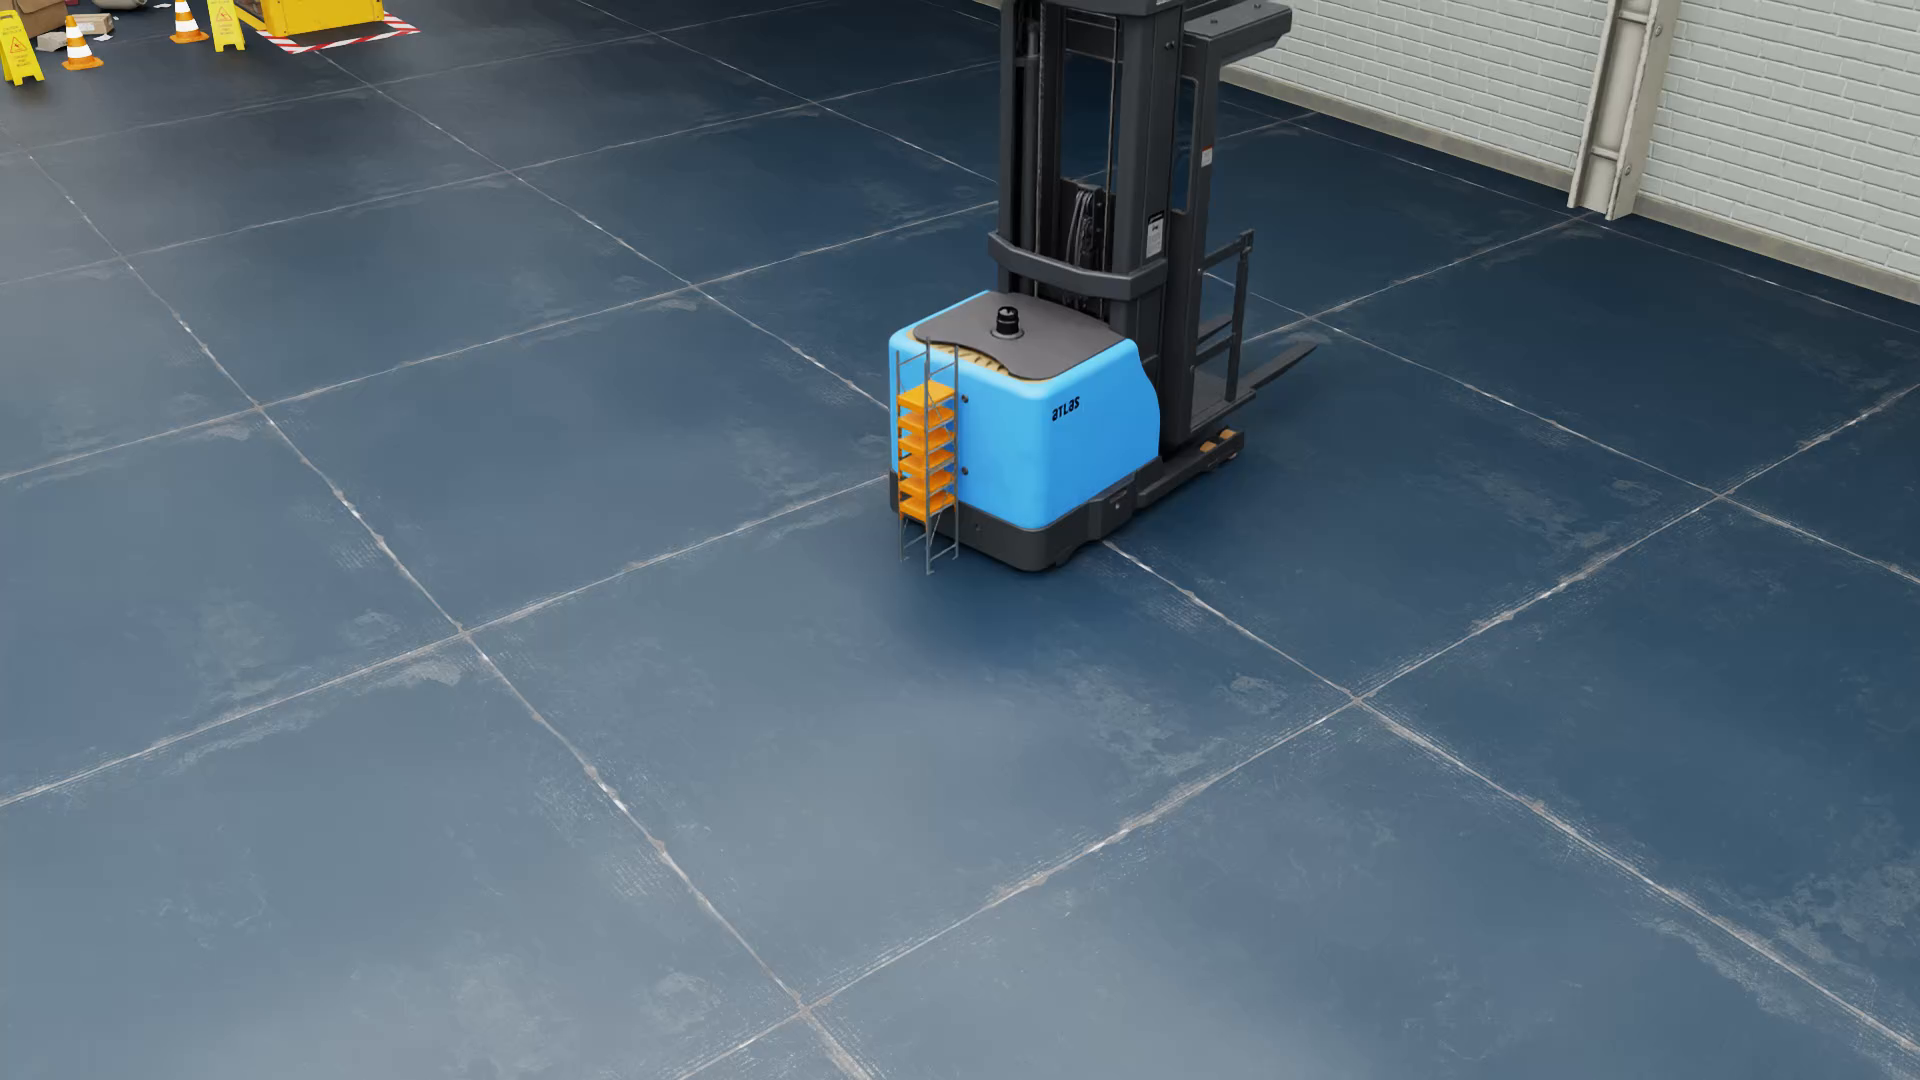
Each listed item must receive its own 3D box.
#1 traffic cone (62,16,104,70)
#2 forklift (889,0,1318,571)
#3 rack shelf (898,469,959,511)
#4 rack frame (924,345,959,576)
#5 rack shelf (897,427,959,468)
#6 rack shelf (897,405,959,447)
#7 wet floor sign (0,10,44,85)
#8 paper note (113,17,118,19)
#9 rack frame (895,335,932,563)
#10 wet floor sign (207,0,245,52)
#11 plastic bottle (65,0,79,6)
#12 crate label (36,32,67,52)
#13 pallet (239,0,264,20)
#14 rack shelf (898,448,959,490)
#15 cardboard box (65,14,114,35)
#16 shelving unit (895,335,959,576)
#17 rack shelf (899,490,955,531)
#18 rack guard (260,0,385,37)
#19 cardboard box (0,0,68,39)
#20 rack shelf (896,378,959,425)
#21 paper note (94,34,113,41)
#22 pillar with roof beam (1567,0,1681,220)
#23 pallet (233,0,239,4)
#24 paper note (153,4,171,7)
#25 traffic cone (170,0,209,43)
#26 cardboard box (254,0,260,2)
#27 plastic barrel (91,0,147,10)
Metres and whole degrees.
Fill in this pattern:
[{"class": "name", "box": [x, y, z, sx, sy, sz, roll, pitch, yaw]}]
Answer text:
[{"class": "traffic cone", "box": [-8.554, -4.834, 16.095, 0.336, 0.463, 0.334, -22, 38, -31]}, {"class": "forklift", "box": [0.970, -1.788, 8.851, 1.130, 2.935, 3.031, 25, 39, 34]}, {"class": "rack shelf", "box": [-0.157, -0.268, 8.355, 0.180, 0.103, 0.258, 25, 40, 34]}, {"class": "rack frame", "box": [-0.088, -0.376, 8.217, 0.006, 1.200, 0.240, 25, 40, 34]}, {"class": "rack shelf", "box": [-0.158, -0.472, 8.229, 0.180, 0.103, 0.258, 25, 40, 34]}, {"class": "rack shelf", "box": [-0.158, -0.573, 8.165, 0.180, 0.103, 0.258, 25, 40, 34]}, {"class": "wet floor sign", "box": [-8.869, -4.636, 15.602, 0.232, 0.644, 0.267, 26, 40, 35]}, {"class": "paper note", "box": [-8.972, -5.546, 17.670, 0.032, 0.001, 0.123, -22, 38, -31]}, {"class": "rack frame", "box": [-0.227, -0.439, 8.320, 0.006, 1.200, 0.240, 25, 40, 34]}, {"class": "wet floor sign", "box": [-7.332, -5.225, 16.552, 0.267, 0.644, 0.232, -10, 33, -15]}, {"class": "plastic bottle", "box": [-9.746, -5.925, 18.232, 0.133, 0.061, 0.283, -16, 35, -23]}, {"class": "crate label", "box": [-9.085, -5.003, 16.676, 0.298, 0.136, 0.250, 12, 34, 19]}, {"class": "pallet", "box": [-7.120, -5.848, 17.966, 1.003, 0.211, 1.213, -22, 38, -31]}, {"class": "rack shelf", "box": [-0.157, -0.370, 8.292, 0.180, 0.103, 0.258, 25, 40, 34]}, {"class": "cardboard box", "box": [-9.002, -5.332, 17.194, 0.380, 0.149, 0.250, -4, 32, -7]}, {"class": "shelving unit", "box": [-0.157, -0.407, 8.268, 0.189, 1.200, 0.258, 25, 40, 34]}, {"class": "rack shelf", "box": [-0.157, -0.166, 8.419, 0.180, 0.103, 0.258, 25, 40, 34]}, {"class": "rack guard", "box": [-6.650, -5.621, 17.326, 1.175, 0.500, 0.348, -22, 38, -31]}, {"class": "cardboard box", "box": [-9.680, -5.503, 17.134, 0.637, 0.503, 0.797, 6, 32, 10]}, {"class": "rack shelf", "box": [-0.158, -0.675, 8.102, 0.180, 0.103, 0.258, 25, 40, 34]}, {"class": "paper note", "box": [-8.755, -5.140, 16.996, 0.142, 0.019, 0.148, 18, 36, 27]}, {"class": "pillar with roof beam", "box": [1.559, -4.995, 8.263, 9.100, 9.000, 0.400, -22, 38, -31]}, {"class": "pallet", "box": [-7.864, -6.356, 18.784, 1.003, 0.211, 1.213, -22, 38, -31]}, {"class": "paper note", "box": [-8.671, -5.819, 18.090, 0.148, 0.019, 0.142, 18, 36, 27]}, {"class": "traffic cone", "box": [-7.886, -5.335, 16.901, 0.336, 0.463, 0.334, -22, 38, -31]}, {"class": "cardboard box", "box": [-7.326, -5.921, 17.649, 0.500, 0.250, 0.500, -22, 38, -32]}, {"class": "plastic barrel", "box": [-9.065, -5.927, 17.893, 0.512, 0.421, 0.421, 1, 32, 2]}]
